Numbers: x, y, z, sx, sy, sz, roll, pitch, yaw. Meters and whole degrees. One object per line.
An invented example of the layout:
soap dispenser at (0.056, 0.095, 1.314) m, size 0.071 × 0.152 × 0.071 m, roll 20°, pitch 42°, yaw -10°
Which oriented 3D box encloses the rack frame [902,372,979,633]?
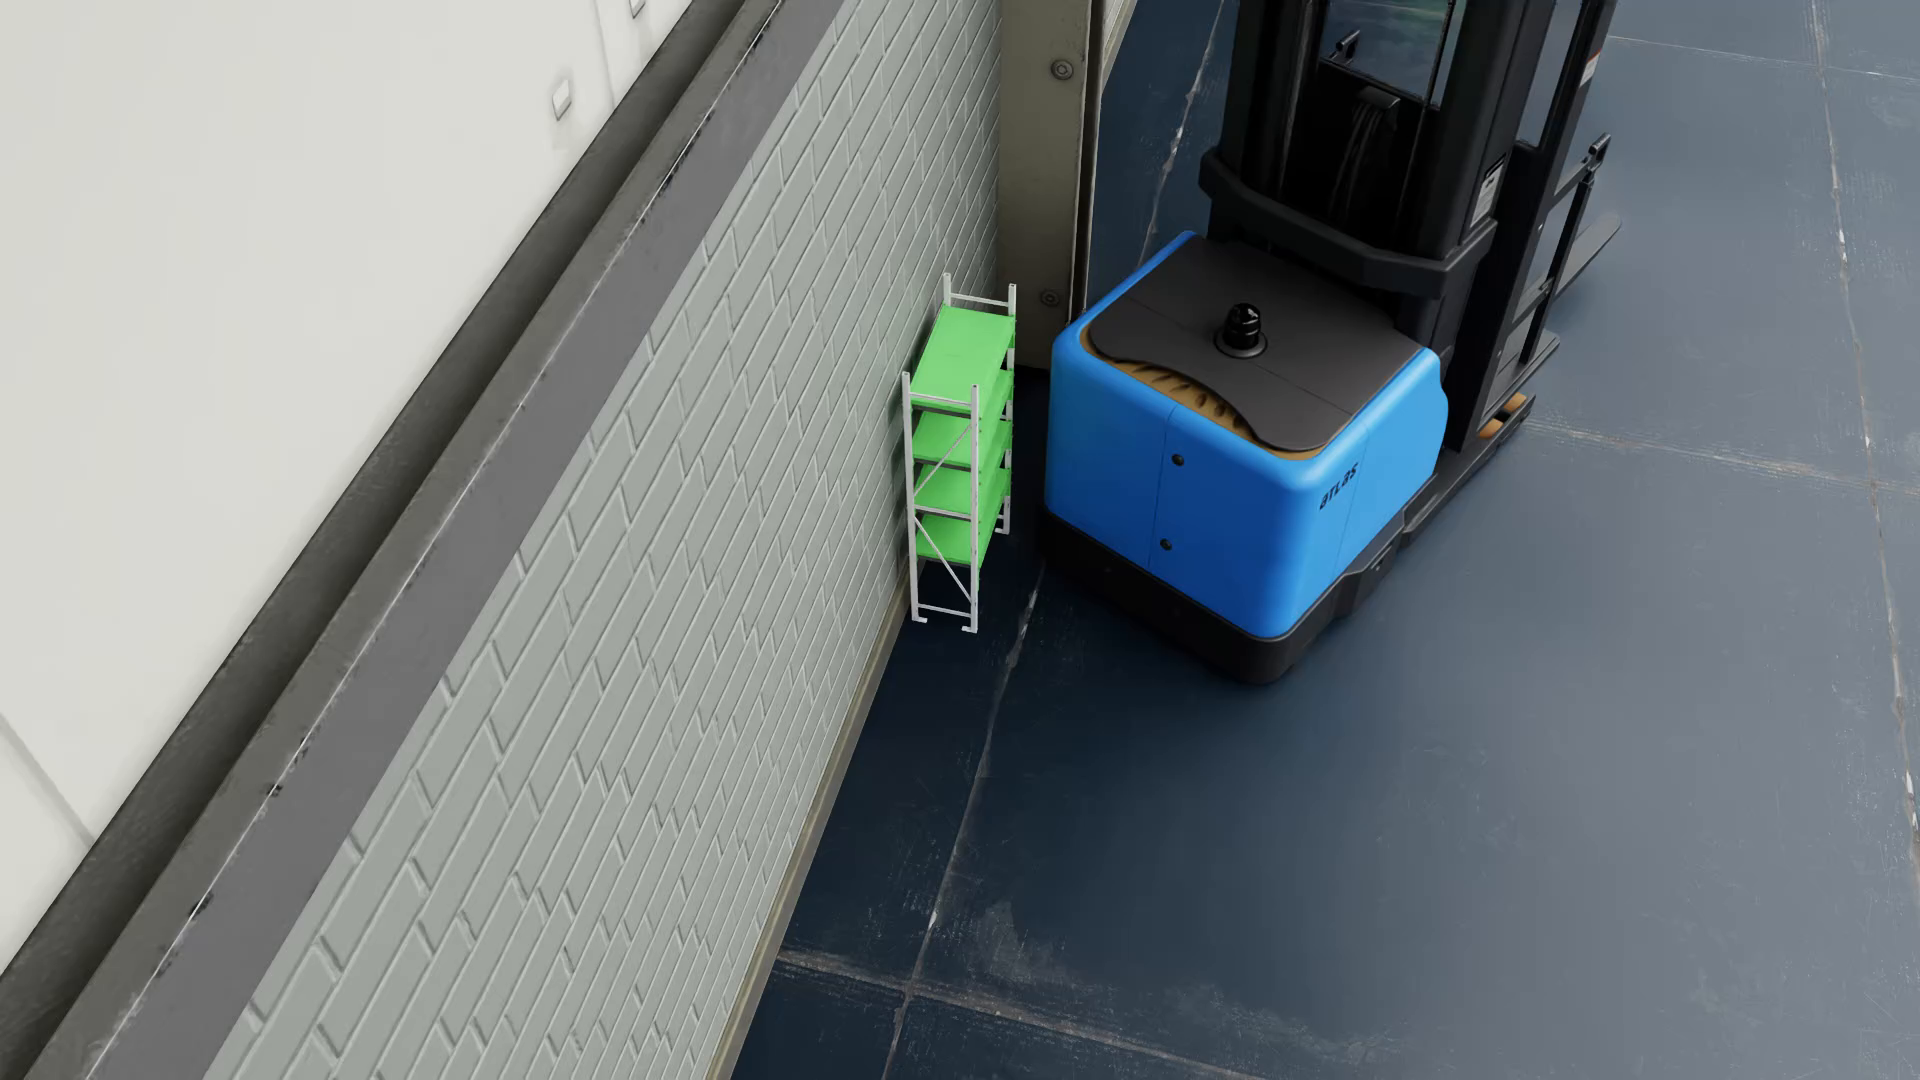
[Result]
rack frame at (-0.058, -0.092, 5.530) m, size 0.240 × 1.200 × 0.015 m, roll 11°, pitch 49°, yaw 10°

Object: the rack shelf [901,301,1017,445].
rack shelf at (0.002, -0.545, 5.374) m, size 0.258 × 0.148 × 0.480 m, roll 11°, pitch 49°, yaw 10°

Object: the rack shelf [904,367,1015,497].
rack shelf at (0.003, -0.386, 5.554) m, size 0.258 × 0.148 × 0.480 m, roll 11°, pitch 49°, yaw 10°

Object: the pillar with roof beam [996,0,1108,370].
pillar with roof beam at (4.489, -2.992, 2.889) m, size 9.100 × 9.000 × 0.400 m, roll 12°, pitch 50°, yaw 10°

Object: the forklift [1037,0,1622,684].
forklift at (1.623, -1.512, 5.629) m, size 1.130 × 2.935 × 3.031 m, roll 33°, pitch 56°, yaw 25°

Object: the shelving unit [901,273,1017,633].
shelving unit at (0.004, -0.269, 5.686) m, size 0.258 × 1.200 × 0.503 m, roll 11°, pitch 49°, yaw 10°

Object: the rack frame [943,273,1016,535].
rack frame at (0.066, -0.446, 5.842) m, size 0.240 × 1.200 × 0.015 m, roll 11°, pitch 49°, yaw 10°

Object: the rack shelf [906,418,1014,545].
rack shelf at (0.004, -0.226, 5.734) m, size 0.258 × 0.148 × 0.480 m, roll 11°, pitch 49°, yaw 10°

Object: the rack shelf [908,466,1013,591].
rack shelf at (0.005, -0.067, 5.914) m, size 0.258 × 0.148 × 0.480 m, roll 11°, pitch 49°, yaw 10°
